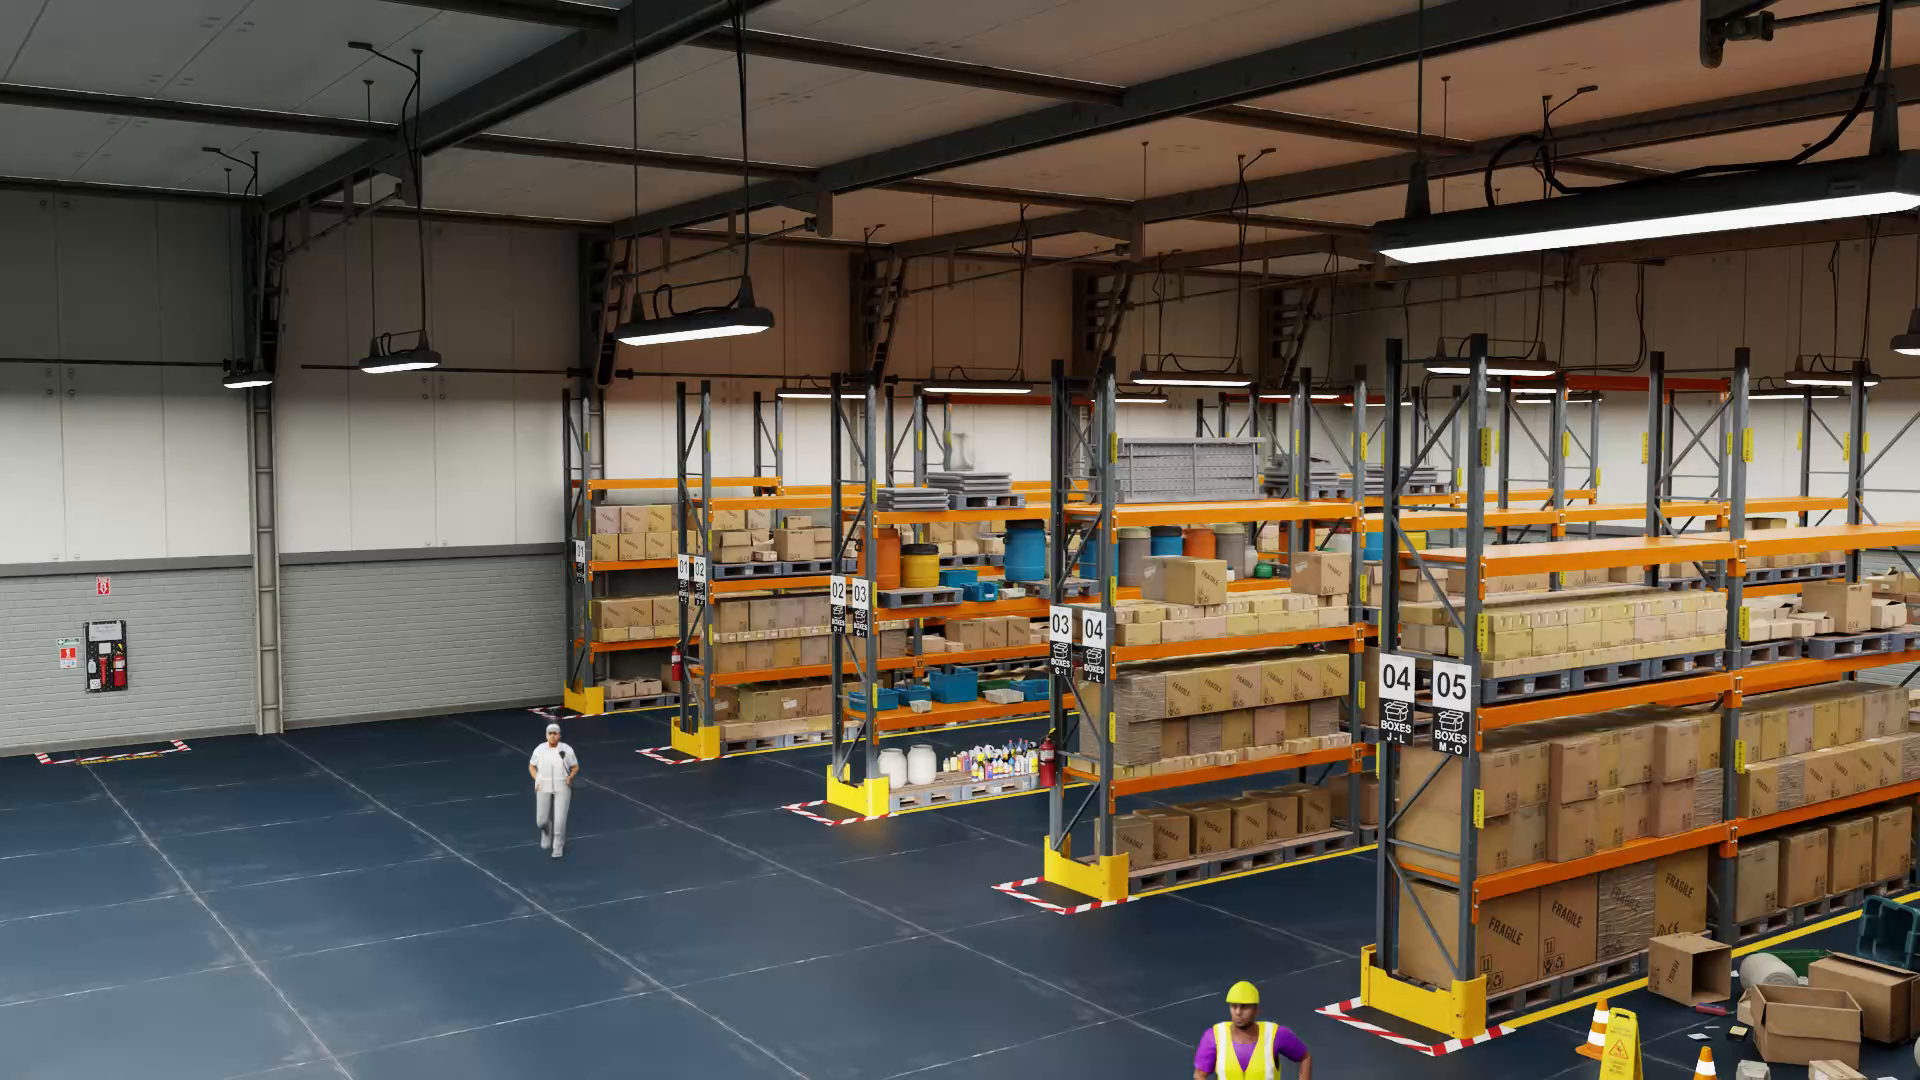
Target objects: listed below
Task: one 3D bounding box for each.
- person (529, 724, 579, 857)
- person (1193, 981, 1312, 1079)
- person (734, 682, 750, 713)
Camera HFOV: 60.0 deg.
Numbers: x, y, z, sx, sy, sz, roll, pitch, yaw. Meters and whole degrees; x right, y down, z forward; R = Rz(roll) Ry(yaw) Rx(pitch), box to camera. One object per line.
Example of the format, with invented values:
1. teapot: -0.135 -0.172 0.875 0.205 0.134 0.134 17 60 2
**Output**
1. person: -4.957 3.051 20.301 0.603 1.618 0.568 -1 4 -10
2. person: 1.798 3.638 10.362 0.709 1.766 0.700 1 4 20
3. person: -3.800 2.357 29.345 0.943 1.798 0.669 -3 4 -34
